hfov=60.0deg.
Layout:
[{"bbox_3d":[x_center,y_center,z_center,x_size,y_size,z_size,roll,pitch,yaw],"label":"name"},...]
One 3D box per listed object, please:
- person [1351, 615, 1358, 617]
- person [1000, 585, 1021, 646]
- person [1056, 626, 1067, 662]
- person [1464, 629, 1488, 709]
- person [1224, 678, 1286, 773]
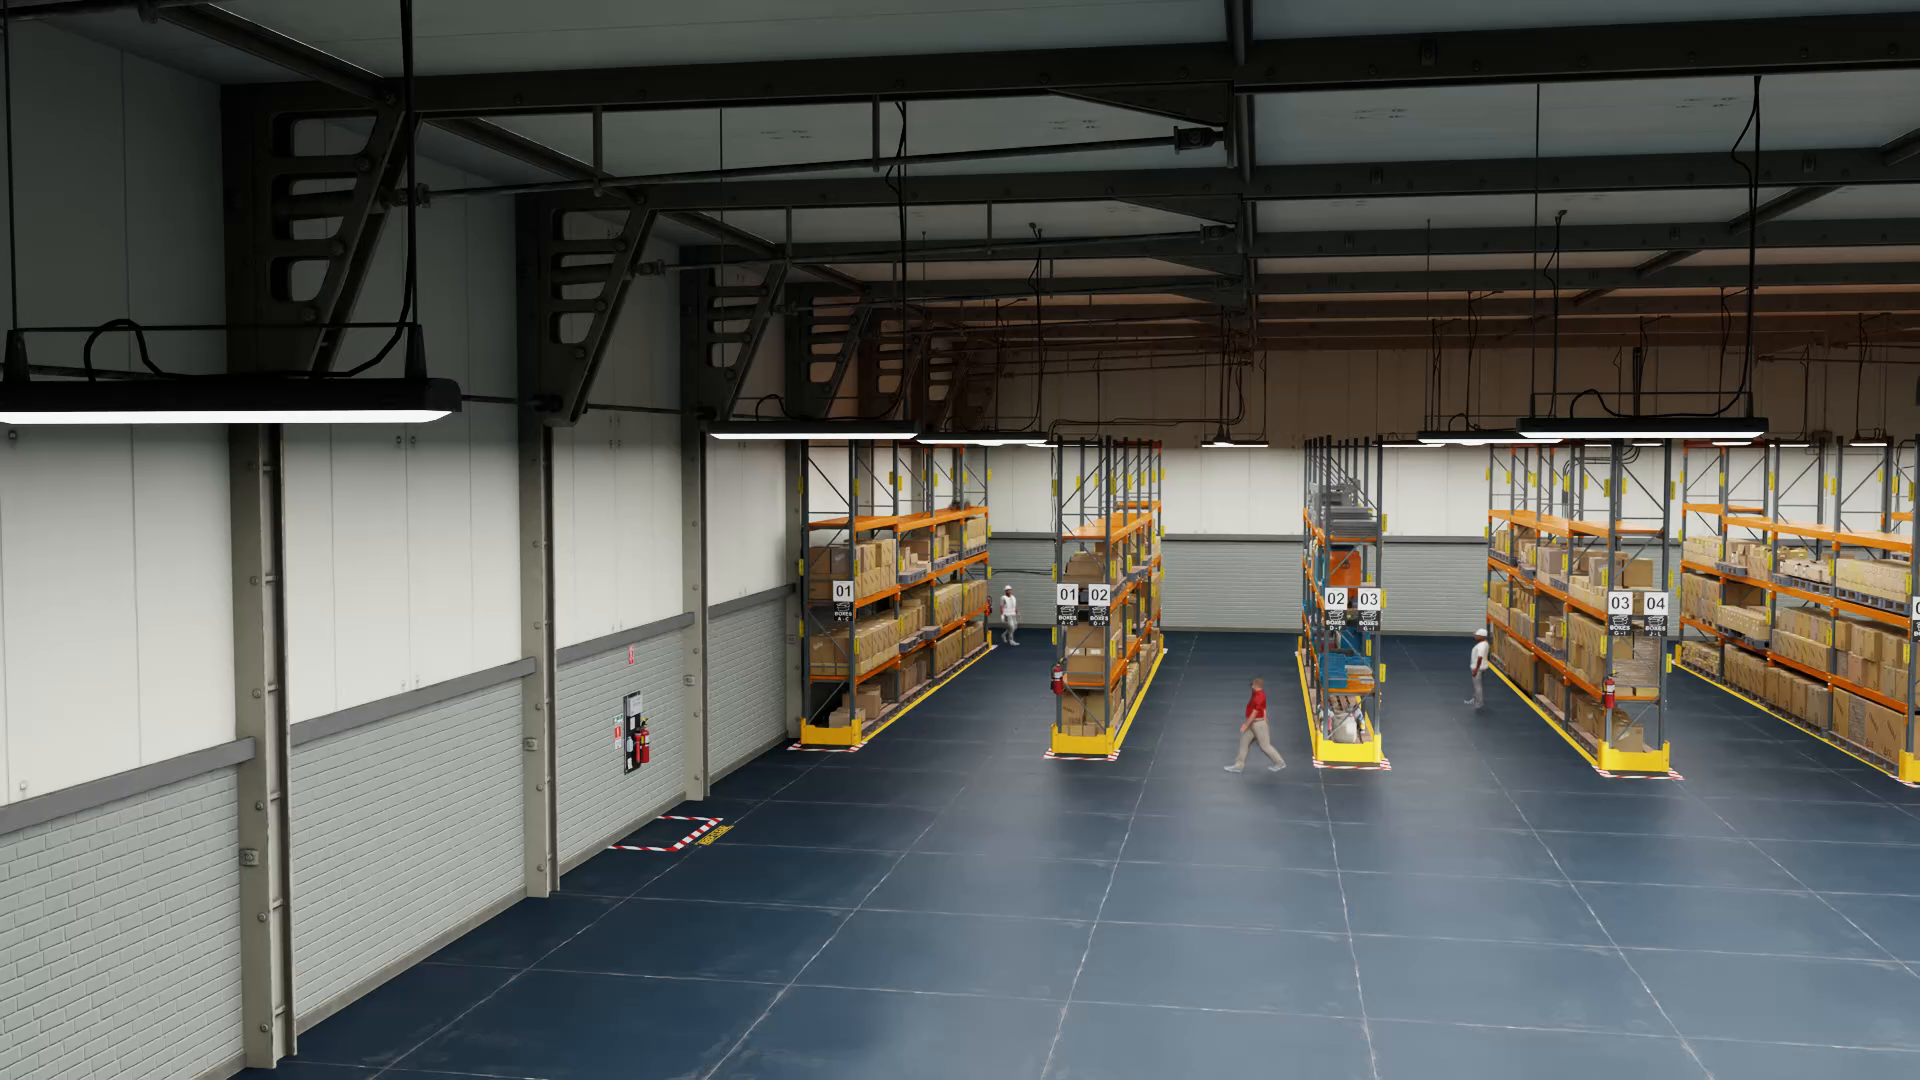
[{"bbox_3d":[11.752,2.158,49.452,0.574,1.798,0.550,1,3,17],"label":"person"},{"bbox_3d":[1.427,2.215,48.857,0.698,1.763,0.584,2,4,35],"label":"person"},{"bbox_3d":[2.904,2.416,45.377,0.535,1.770,0.995,1,3,11],"label":"person"},{"bbox_3d":[11.471,2.849,37.029,0.653,1.760,0.575,3,4,44],"label":"person"},{"bbox_3d":[5.226,3.286,29.394,1.040,1.686,0.493,-1,3,-12],"label":"person"}]
